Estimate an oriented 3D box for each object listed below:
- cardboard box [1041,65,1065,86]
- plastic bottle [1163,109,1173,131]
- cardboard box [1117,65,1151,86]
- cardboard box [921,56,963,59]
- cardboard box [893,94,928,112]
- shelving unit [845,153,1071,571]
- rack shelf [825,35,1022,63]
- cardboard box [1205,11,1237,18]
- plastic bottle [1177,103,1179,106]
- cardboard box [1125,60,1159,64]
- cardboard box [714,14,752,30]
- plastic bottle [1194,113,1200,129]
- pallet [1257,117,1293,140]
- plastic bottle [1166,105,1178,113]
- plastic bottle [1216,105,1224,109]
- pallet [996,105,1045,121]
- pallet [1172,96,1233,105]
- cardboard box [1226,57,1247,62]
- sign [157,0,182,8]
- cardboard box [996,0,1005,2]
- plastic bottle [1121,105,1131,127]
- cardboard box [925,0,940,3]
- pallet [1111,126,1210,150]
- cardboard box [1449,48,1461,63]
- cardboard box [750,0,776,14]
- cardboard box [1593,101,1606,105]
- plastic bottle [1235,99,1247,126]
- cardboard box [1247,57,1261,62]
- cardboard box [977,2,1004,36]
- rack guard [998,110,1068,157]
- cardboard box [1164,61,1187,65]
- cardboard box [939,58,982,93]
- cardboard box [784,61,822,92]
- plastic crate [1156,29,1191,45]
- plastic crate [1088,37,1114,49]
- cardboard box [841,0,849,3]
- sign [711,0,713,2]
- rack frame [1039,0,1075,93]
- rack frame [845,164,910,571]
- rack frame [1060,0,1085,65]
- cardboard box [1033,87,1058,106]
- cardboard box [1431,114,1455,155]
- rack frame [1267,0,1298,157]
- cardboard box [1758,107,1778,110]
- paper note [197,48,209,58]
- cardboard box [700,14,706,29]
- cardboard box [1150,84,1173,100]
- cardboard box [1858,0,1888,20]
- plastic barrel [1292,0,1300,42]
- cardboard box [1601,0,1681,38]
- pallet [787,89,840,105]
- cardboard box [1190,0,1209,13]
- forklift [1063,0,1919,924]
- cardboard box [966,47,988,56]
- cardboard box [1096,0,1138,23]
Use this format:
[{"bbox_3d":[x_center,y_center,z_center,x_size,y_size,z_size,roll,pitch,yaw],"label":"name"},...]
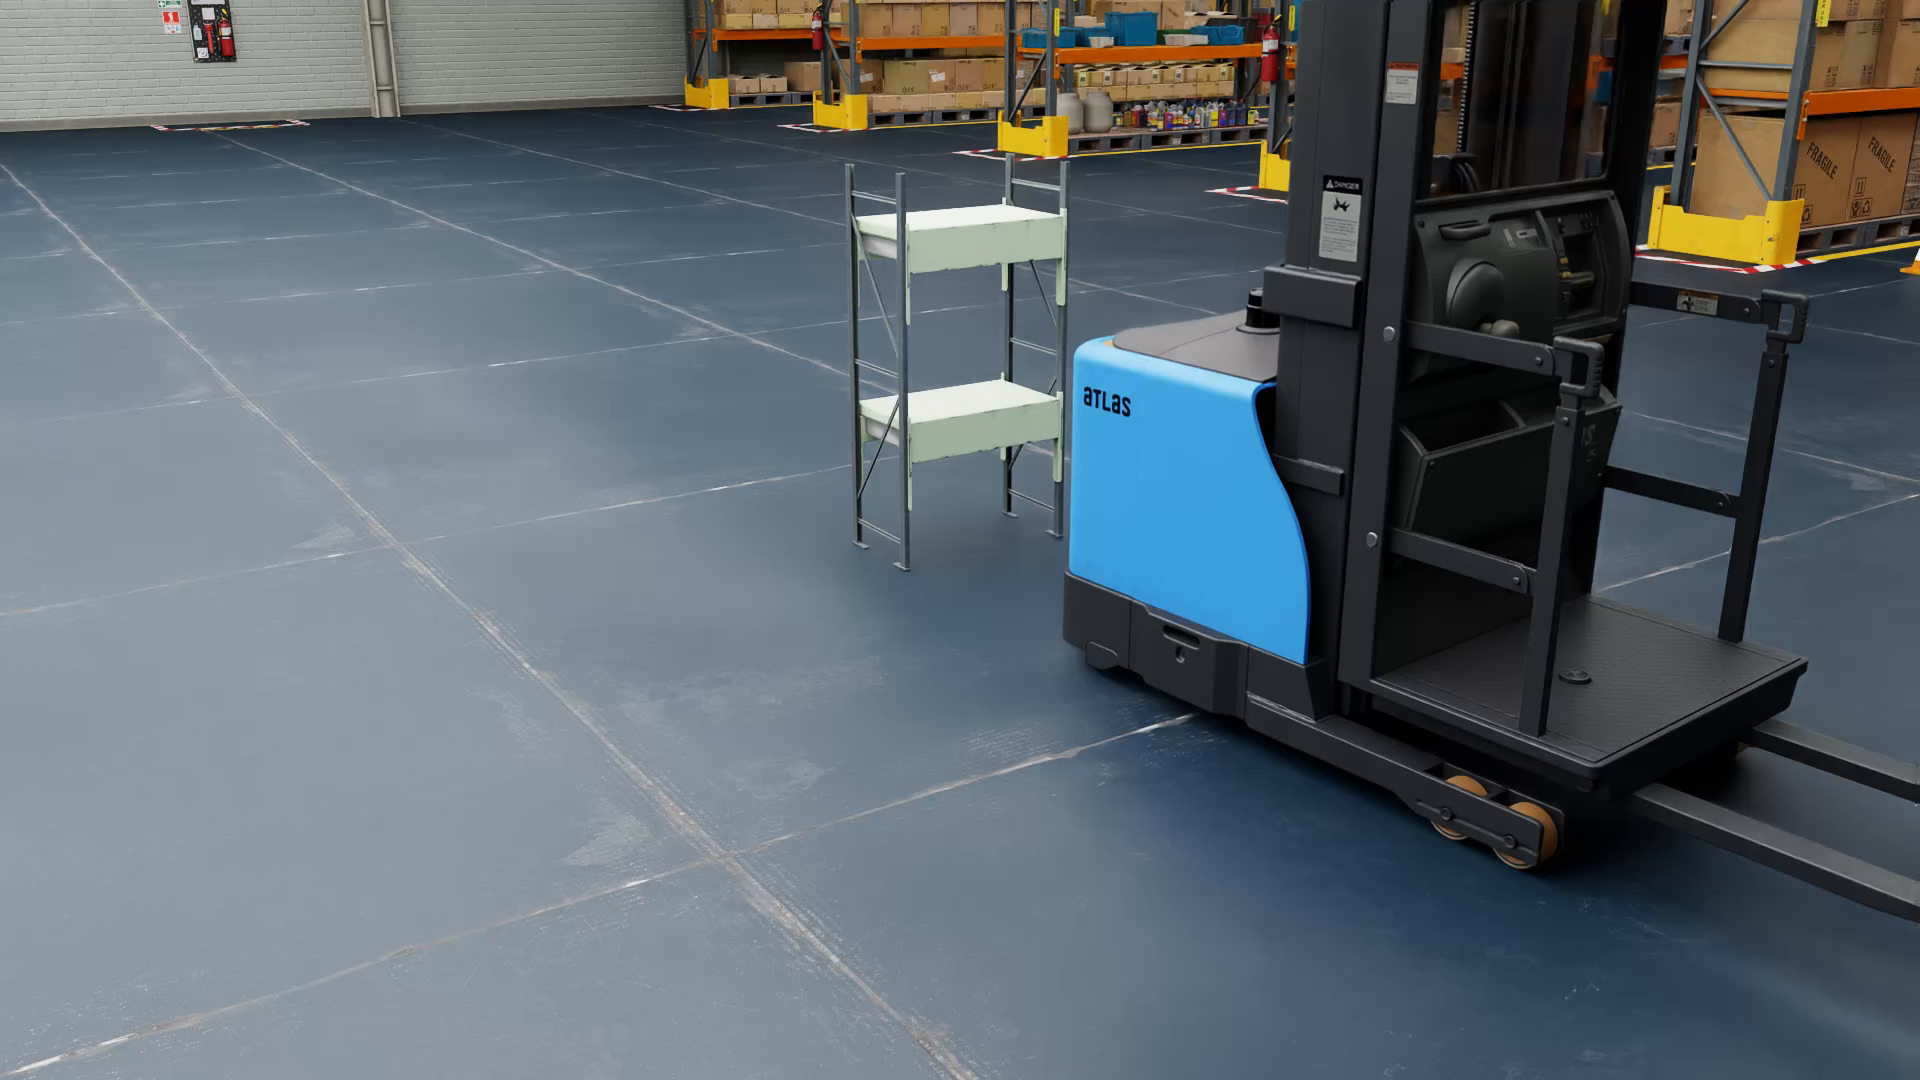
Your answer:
[{"bbox_3d":[1.704,-7.787,27.857,0.500,0.311,0.500,-12,22,-31],"label":"cardboard box"},{"bbox_3d":[2.788,-5.639,22.297,0.133,0.283,0.061,-11,22,-31],"label":"plastic bottle"},{"bbox_3d":[2.858,-7.823,27.964,0.500,0.311,0.500,-13,22,-33],"label":"cardboard box"},{"bbox_3d":[-0.288,-7.466,26.612,0.500,0.500,0.500,-12,22,-31],"label":"cardboard box"},{"bbox_3d":[-0.832,-6.793,25.792,0.500,0.250,0.500,-12,22,-31],"label":"cardboard box"},{"bbox_3d":[-0.006,-0.709,6.501,0.755,1.500,0.431,-12,22,-31],"label":"shelving unit"},{"bbox_3d":[-0.147,-7.784,26.209,4.000,0.370,1.077,-12,22,-31],"label":"rack shelf"},{"bbox_3d":[4.536,-9.087,29.079,0.500,0.311,0.500,-10,21,-28],"label":"cardboard box"},{"bbox_3d":[3.023,-5.991,23.336,0.133,0.283,0.061,-11,21,-29],"label":"plastic bottle"},{"bbox_3d":[3.558,-9.934,34.145,0.750,0.750,0.750,-12,22,-32],"label":"cardboard box"},{"bbox_3d":[-3.963,-9.036,28.993,0.500,0.250,0.500,-13,22,-33],"label":"cardboard box"},{"bbox_3d":[3.213,-5.697,22.596,0.097,0.201,0.097,0,19,0],"label":"plastic bottle"},{"bbox_3d":[4.879,-5.979,24.101,1.213,0.211,1.003,-12,22,-31],"label":"pallet"},{"bbox_3d":[2.932,-5.895,23.064,0.135,0.276,0.152,-12,22,-31],"label":"plastic bottle"},{"bbox_3d":[3.602,-5.880,23.021,0.135,0.276,0.152,-12,22,-31],"label":"plastic bottle"},{"bbox_3d":[0.836,-7.027,27.201,1.213,0.211,1.003,-12,22,-31],"label":"pallet"},{"bbox_3d":[4.155,-7.726,29.268,1.213,0.211,1.003,-12,22,-31],"label":"pallet"},{"bbox_3d":[6.158,-10.330,35.863,0.500,0.500,0.700,-12,22,-31],"label":"cardboard box"},{"bbox_3d":[-12.042,-8.166,25.333,0.331,0.109,0.001,-12,22,-31],"label":"sign"},{"bbox_3d":[0.563,-8.548,26.176,0.250,0.149,0.380,-12,22,-32],"label":"cardboard box"},{"bbox_3d":[2.284,-5.835,22.874,0.133,0.283,0.061,-11,22,-30],"label":"plastic bottle"},{"bbox_3d":[-0.510,-8.321,25.505,0.250,0.149,0.380,-13,23,-33],"label":"cardboard box"},{"bbox_3d":[2.641,-5.507,22.705,1.213,0.211,1.003,-12,22,-31],"label":"pallet"},{"bbox_3d":[5.303,-5.228,17.917,0.250,0.149,0.380,-12,22,-31],"label":"cardboard box"},{"bbox_3d":[-3.563,-9.479,29.130,0.500,0.500,0.500,-12,22,-31],"label":"cardboard box"},{"bbox_3d":[7.902,-5.032,20.162,0.500,0.500,0.700,-12,22,-32],"label":"cardboard box"},{"bbox_3d":[3.865,-5.914,23.005,0.185,0.351,0.144,-13,22,-33],"label":"plastic bottle"},{"bbox_3d":[5.561,-8.800,30.135,0.500,0.250,0.500,-11,22,-29],"label":"cardboard box"},{"bbox_3d":[0.298,-8.263,26.345,0.500,0.500,0.700,-12,22,-31],"label":"cardboard box"},{"bbox_3d":[0.941,-5.289,21.608,0.348,0.500,1.175,-12,22,-31],"label":"rack guard"},{"bbox_3d":[3.831,-8.235,29.182,0.500,0.311,0.500,-13,22,-33],"label":"cardboard box"},{"bbox_3d":[0.007,-7.323,26.187,0.500,0.500,0.500,-12,22,-31],"label":"cardboard box"},{"bbox_3d":[-2.801,-8.435,30.228,0.500,0.500,0.700,-14,23,-35],"label":"cardboard box"},{"bbox_3d":[2.955,-6.887,22.765,0.662,0.188,0.450,-12,22,-31],"label":"plastic crate"},{"bbox_3d":[1.828,-6.394,21.385,0.250,0.136,0.298,-12,22,-31],"label":"plastic crate"},{"bbox_3d":[-1.603,-8.245,25.282,0.250,0.149,0.380,-12,22,-32],"label":"cardboard box"},{"bbox_3d":[-4.247,-9.362,28.401,0.005,0.325,0.100,-12,22,-31],"label":"sign"},{"bbox_3d":[1.523,-8.477,27.136,0.127,3.000,1.000,-12,22,-31],"label":"rack frame"},{"bbox_3d":[-0.311,-0.645,6.310,0.023,1.500,0.400,-12,22,-31],"label":"rack frame"},{"bbox_3d":[2.136,-10.506,33.137,0.127,3.000,1.000,-12,22,-31],"label":"rack frame"},{"bbox_3d":[1.256,-7.233,27.094,0.500,0.250,0.500,-12,22,-31],"label":"cardboard box"},{"bbox_3d":[5.172,-4.462,18.507,0.500,0.500,0.500,-10,21,-26],"label":"cardboard box"},{"bbox_3d":[3.628,-5.122,17.212,0.127,3.000,1.000,-12,22,-31],"label":"rack frame"},{"bbox_3d":[10.897,-5.840,21.996,0.875,0.875,1.225,-13,23,-34],"label":"cardboard box"},{"bbox_3d":[-11.718,-7.540,25.738,0.142,0.148,0.016,-12,22,-31],"label":"paper note"},{"bbox_3d":[-4.261,-9.169,29.387,0.500,0.250,0.500,-12,22,-31],"label":"cardboard box"},{"bbox_3d":[3.280,-7.649,28.324,0.500,0.250,0.500,-11,22,-30],"label":"cardboard box"},{"bbox_3d":[7.011,-4.537,13.560,0.550,0.550,0.875,-12,22,-31],"label":"cardboard box"},{"bbox_3d":[4.734,-7.376,23.096,0.708,0.901,0.600,-12,22,-31],"label":"plastic barrel"},{"bbox_3d":[7.709,-6.412,19.436,1.000,1.000,1.000,-12,22,-31],"label":"cardboard box"},{"bbox_3d":[-2.766,-8.136,30.482,1.213,0.211,1.003,-12,22,-31],"label":"pallet"},{"bbox_3d":[4.809,-11.167,34.441,0.500,0.500,0.500,-12,22,-31],"label":"cardboard box"},{"bbox_3d":[1.658,-0.727,4.320,1.130,2.935,3.031,-14,23,-36],"label":"forklift"},{"bbox_3d":[0.200,-9.486,32.166,0.500,0.250,0.500,-13,22,-33],"label":"cardboard box"},{"bbox_3d":[2.614,-8.748,27.781,0.500,0.500,0.500,-10,21,-28],"label":"cardboard box"}]
